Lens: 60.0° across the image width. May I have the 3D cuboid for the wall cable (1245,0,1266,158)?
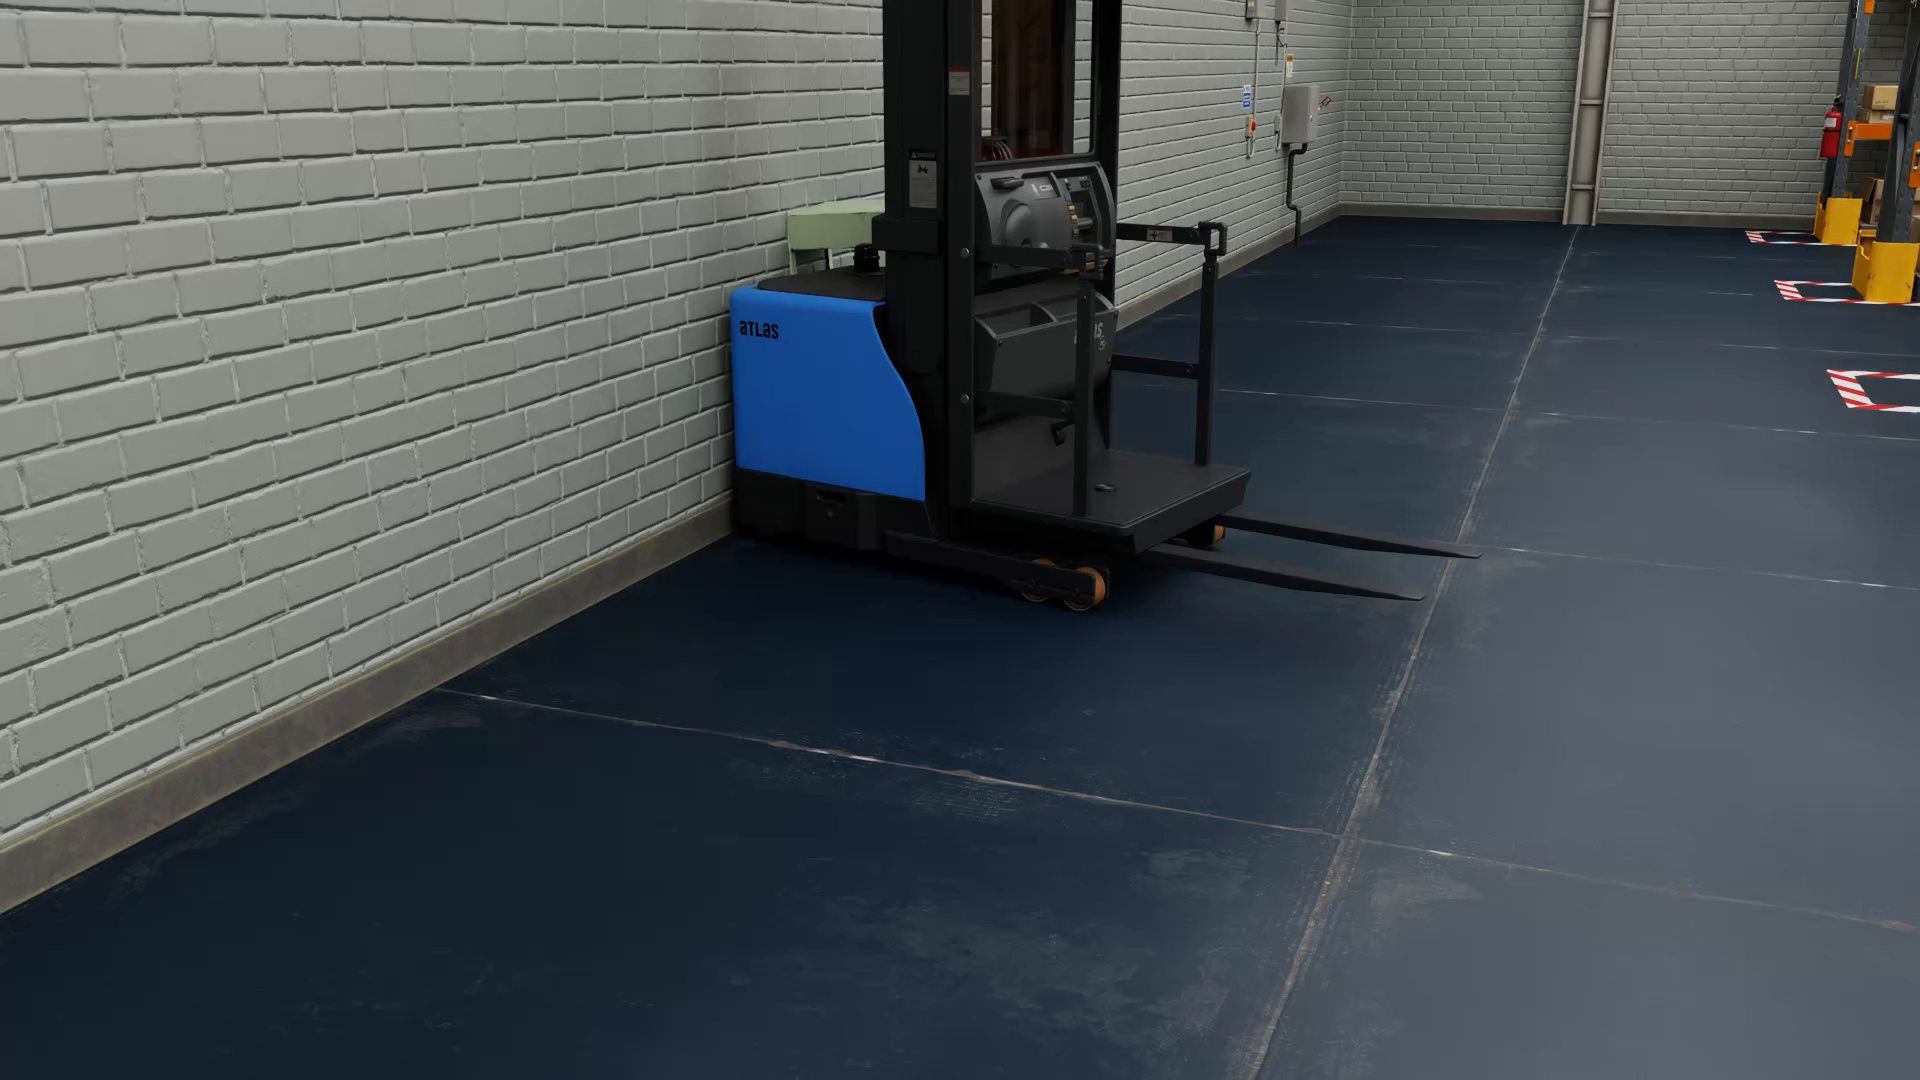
[{"bbox_3d":[2.853,-4.673,16.012,0.123,1.953,0.585,6,17,21],"label":"wall cable"}]

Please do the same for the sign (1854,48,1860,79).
[{"bbox_3d":[9.726,-5.162,18.022,0.005,0.325,0.100,6,17,21],"label":"sign"}]

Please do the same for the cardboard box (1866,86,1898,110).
[{"bbox_3d":[10.248,-4.842,18.207,0.500,0.250,0.500,6,17,21],"label":"cardboard box"}]

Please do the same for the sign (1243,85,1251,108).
[{"bbox_3d":[2.778,-4.294,16.099,0.001,0.218,0.327,6,17,21],"label":"sign"}]

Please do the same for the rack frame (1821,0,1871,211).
[{"bbox_3d":[9.924,-4.887,18.628,0.127,3.000,1.000,6,17,21],"label":"rack frame"}]

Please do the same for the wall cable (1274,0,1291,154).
[{"bbox_3d":[3.362,-5.027,17.288,0.122,1.984,0.588,6,17,21],"label":"wall cable"}]

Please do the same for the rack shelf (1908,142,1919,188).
[{"bbox_3d":[9.967,-3.049,13.588,4.000,0.370,1.077,6,17,21],"label":"rack shelf"}]

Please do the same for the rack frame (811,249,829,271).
[{"bbox_3d":[-0.682,-1.018,7.877,0.023,1.500,0.400,3,20,22],"label":"rack frame"}]

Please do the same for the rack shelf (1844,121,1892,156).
[{"bbox_3d":[11.785,-4.337,18.023,4.000,0.370,1.077,6,17,21],"label":"rack shelf"}]

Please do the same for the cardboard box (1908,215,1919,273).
[{"bbox_3d":[8.757,-2.529,14.348,0.875,0.438,0.875,6,17,19],"label":"cardboard box"}]

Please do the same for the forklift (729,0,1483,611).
[{"bbox_3d":[0.517,-1.308,6.420,3.031,2.935,1.130,11,19,33],"label":"forklift"}]

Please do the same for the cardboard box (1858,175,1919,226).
[{"bbox_3d":[10.459,-3.803,18.617,0.637,0.503,0.797,6,17,18],"label":"cardboard box"}]

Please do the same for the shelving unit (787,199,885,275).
[{"bbox_3d":[-0.344,-1.002,7.738,0.755,1.500,0.431,3,20,22],"label":"shelving unit"}]

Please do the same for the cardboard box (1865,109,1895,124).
[{"bbox_3d":[10.130,-4.662,18.302,0.250,0.149,0.380,6,17,20],"label":"cardboard box"}]

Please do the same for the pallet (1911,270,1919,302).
[{"bbox_3d":[8.879,-2.199,14.369,1.213,0.211,1.003,6,17,21],"label":"pallet"}]

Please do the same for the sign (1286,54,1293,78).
[{"bbox_3d":[3.546,-5.104,17.892,0.001,0.242,0.339,6,17,21],"label":"sign"}]

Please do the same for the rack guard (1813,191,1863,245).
[{"bbox_3d":[9.995,-3.679,18.950,0.348,0.500,1.175,6,17,21],"label":"rack guard"}]

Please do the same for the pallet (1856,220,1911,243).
[{"bbox_3d":[10.737,-3.459,18.710,1.213,0.211,1.003,6,17,21],"label":"pallet"}]

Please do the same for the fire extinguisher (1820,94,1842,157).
[{"bbox_3d":[9.618,-4.566,18.330,0.183,0.674,0.296,6,17,21],"label":"fire extinguisher"}]

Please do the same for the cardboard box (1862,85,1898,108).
[{"bbox_3d":[10.450,-4.980,18.682,0.500,0.250,0.500,7,18,22],"label":"cardboard box"}]

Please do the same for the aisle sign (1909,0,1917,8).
[{"bbox_3d":[8.154,-4.936,14.132,0.004,0.787,0.394,6,17,21],"label":"aisle sign"}]

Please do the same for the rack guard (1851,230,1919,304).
[{"bbox_3d":[8.084,-2.401,14.549,0.348,0.500,1.175,6,17,21],"label":"rack guard"}]

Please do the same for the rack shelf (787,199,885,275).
[{"bbox_3d":[-0.377,-1.370,7.615,0.720,0.370,0.431,3,20,22],"label":"rack shelf"}]

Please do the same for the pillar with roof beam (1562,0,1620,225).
[{"bbox_3d":[6.167,-7.161,15.701,0.400,9.000,9.100,6,17,21],"label":"pillar with roof beam"}]

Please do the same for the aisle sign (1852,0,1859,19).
[{"bbox_3d":[9.753,-6.066,18.027,0.004,0.787,0.394,6,17,21],"label":"aisle sign"}]

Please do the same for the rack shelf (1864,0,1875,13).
[{"bbox_3d":[11.785,-5.778,17.605,4.000,0.370,1.077,6,17,21],"label":"rack shelf"}]

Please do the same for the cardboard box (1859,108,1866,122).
[{"bbox_3d":[10.331,-4.802,18.786,0.250,0.149,0.380,6,17,20],"label":"cardboard box"}]

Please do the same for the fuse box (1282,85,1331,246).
[{"bbox_3d":[3.759,-4.081,18.163,0.414,1.711,0.539,6,17,21],"label":"fuse box"}]

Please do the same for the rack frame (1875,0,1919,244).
[{"bbox_3d":[8.107,-3.599,14.192,0.127,3.000,1.000,6,17,21],"label":"rack frame"}]
